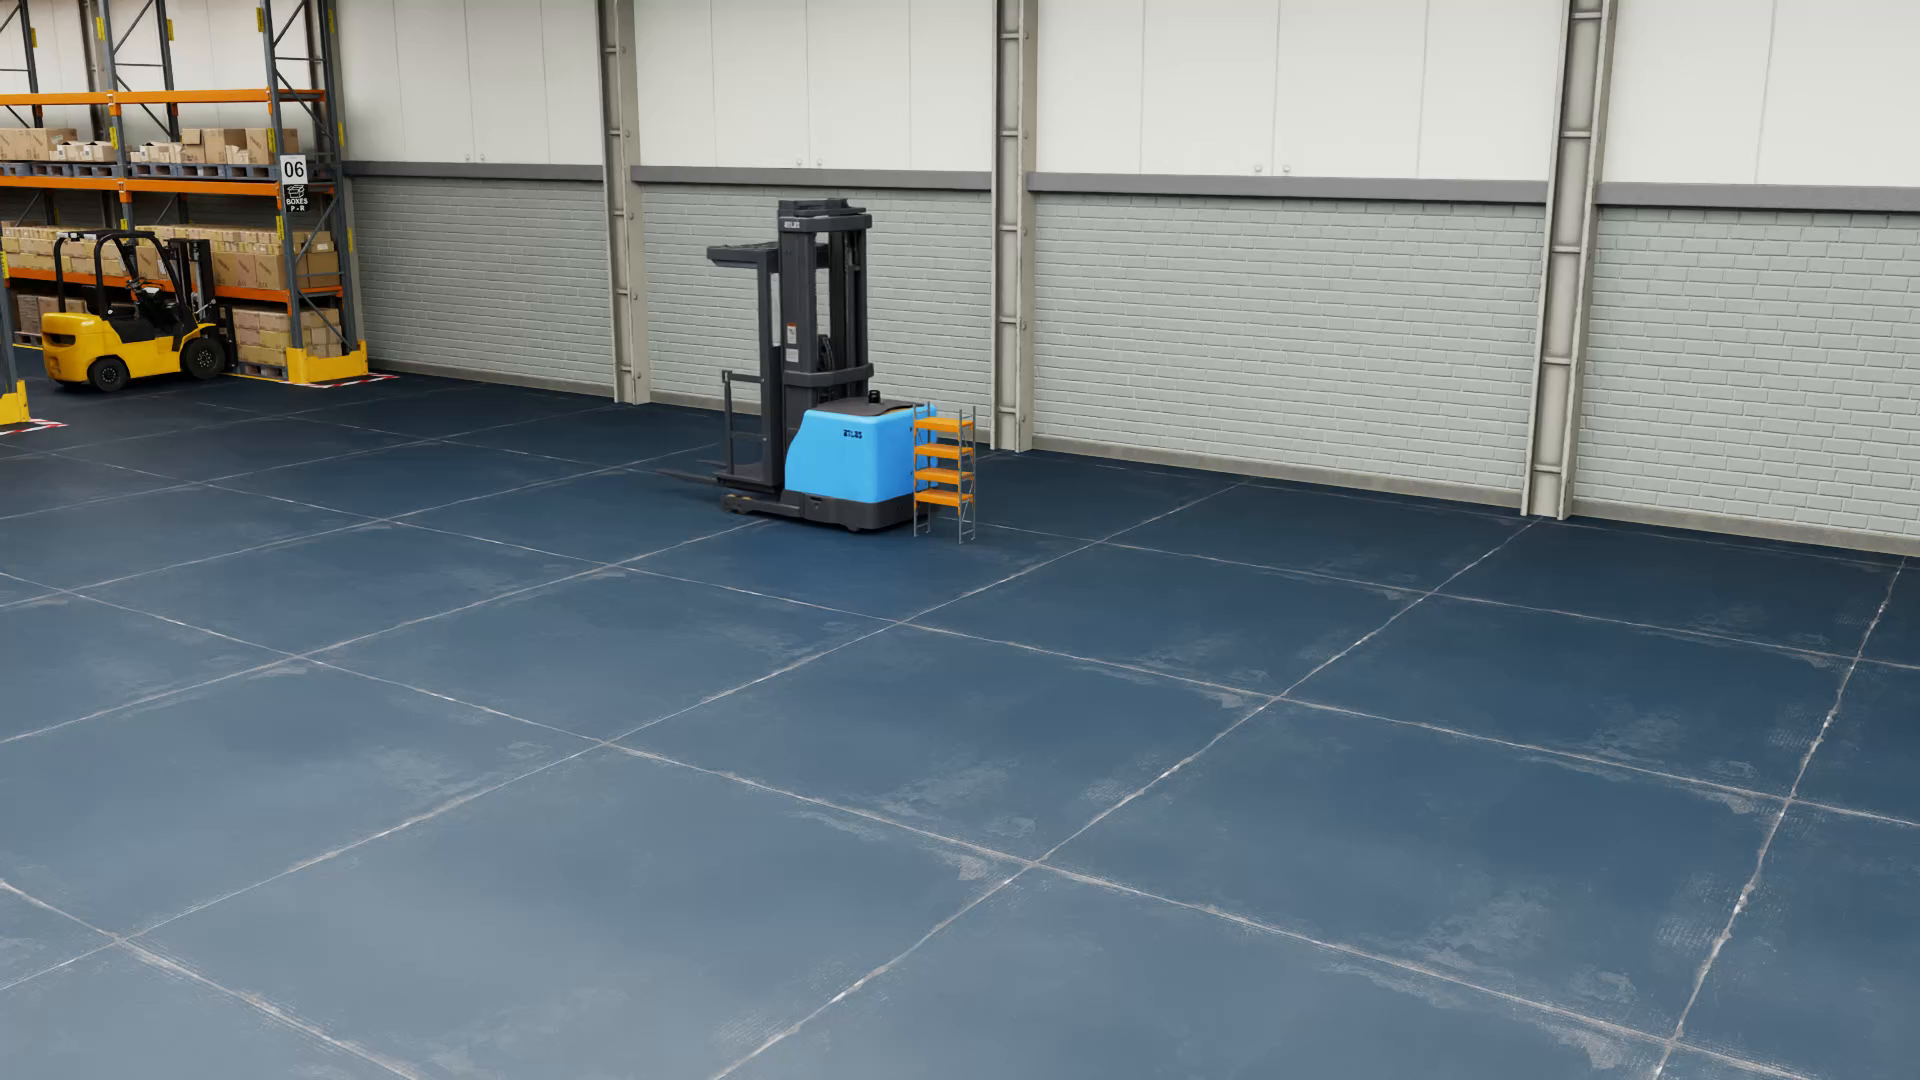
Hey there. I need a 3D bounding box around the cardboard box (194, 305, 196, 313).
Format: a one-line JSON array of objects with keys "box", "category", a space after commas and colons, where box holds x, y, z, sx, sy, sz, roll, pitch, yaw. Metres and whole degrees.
[{"box": [-11.544, -3.469, 25.363, 0.500, 0.250, 0.500, 10, 17, 35], "category": "cardboard box"}]

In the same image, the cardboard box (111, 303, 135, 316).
[{"box": [-13.048, -3.496, 26.772, 0.625, 0.625, 0.875, 10, 17, 35], "category": "cardboard box"}]

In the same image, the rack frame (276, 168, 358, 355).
[{"box": [-9.289, -3.841, 24.096, 0.127, 3.000, 1.000, 9, 17, 33], "category": "rack frame"}]

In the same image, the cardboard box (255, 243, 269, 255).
[{"box": [-9.962, -4.223, 24.083, 0.250, 0.149, 0.380, 9, 17, 34], "category": "cardboard box"}]

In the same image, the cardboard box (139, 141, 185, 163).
[{"box": [-12.054, -5.882, 25.204, 0.500, 0.311, 0.500, 10, 17, 34], "category": "cardboard box"}]

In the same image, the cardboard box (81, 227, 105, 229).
[{"box": [-14.415, -5.128, 27.737, 0.250, 0.149, 0.380, 9, 16, 32], "category": "cardboard box"}]

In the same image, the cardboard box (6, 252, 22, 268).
[{"box": [-15.696, -4.733, 28.011, 0.500, 0.250, 0.500, 9, 17, 33], "category": "cardboard box"}]

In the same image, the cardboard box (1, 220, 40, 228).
[{"box": [-16.267, -5.266, 28.772, 0.500, 0.500, 0.500, 10, 17, 35], "category": "cardboard box"}]

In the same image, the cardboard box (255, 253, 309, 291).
[{"box": [-9.844, -3.903, 24.139, 0.500, 0.500, 0.500, 9, 16, 32], "category": "cardboard box"}]

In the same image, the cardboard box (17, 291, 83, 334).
[{"box": [-15.418, -3.878, 28.316, 0.625, 0.625, 0.875, 10, 17, 35], "category": "cardboard box"}]

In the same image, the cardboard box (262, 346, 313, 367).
[{"box": [-9.856, -2.710, 24.376, 0.500, 0.250, 0.500, 9, 17, 33], "category": "cardboard box"}]

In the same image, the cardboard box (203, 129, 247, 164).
[{"box": [-10.587, -5.766, 24.340, 0.500, 0.500, 0.700, 9, 17, 33], "category": "cardboard box"}]

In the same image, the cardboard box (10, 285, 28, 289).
[{"box": [-16.643, -4.409, 29.371, 0.250, 0.149, 0.380, 9, 17, 34], "category": "cardboard box"}]

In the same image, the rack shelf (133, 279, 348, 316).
[{"box": [-10.949, -3.760, 25.266, 4.000, 0.370, 1.077, 9, 17, 33], "category": "rack shelf"}]

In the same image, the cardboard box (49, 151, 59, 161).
[{"box": [-14.330, -6.154, 26.639, 0.250, 0.149, 0.380, 9, 16, 32], "category": "cardboard box"}]

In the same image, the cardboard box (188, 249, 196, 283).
[{"box": [-11.524, -4.180, 25.258, 0.500, 0.500, 0.500, 9, 17, 32], "category": "cardboard box"}]

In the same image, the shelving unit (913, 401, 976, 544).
[{"box": [-0.137, -0.605, 14.769, 0.503, 1.200, 0.258, 9, 17, 33], "category": "shelving unit"}]

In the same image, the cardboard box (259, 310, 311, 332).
[{"box": [-9.846, -3.195, 24.254, 0.500, 0.250, 0.500, 10, 17, 35], "category": "cardboard box"}]

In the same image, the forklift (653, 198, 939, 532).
[{"box": [-1.680, -1.757, 15.822, 3.031, 2.935, 1.130, 10, 17, 35], "category": "forklift"}]

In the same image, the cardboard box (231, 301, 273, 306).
[{"box": [-10.830, -3.503, 25.499, 0.500, 0.250, 0.500, 9, 16, 32], "category": "cardboard box"}]

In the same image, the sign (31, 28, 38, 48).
[{"box": [-15.621, -8.467, 28.027, 0.005, 0.325, 0.100, 9, 17, 33], "category": "sign"}]

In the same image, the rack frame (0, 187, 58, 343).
[{"box": [-15.928, -4.914, 28.430, 0.127, 3.000, 1.000, 9, 17, 33], "category": "rack frame"}]

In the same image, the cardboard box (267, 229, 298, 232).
[{"box": [-10.071, -4.547, 24.771, 0.250, 0.149, 0.380, 9, 17, 33], "category": "cardboard box"}]

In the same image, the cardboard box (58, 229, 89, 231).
[{"box": [-14.481, -4.989, 27.176, 0.250, 0.149, 0.380, 9, 17, 33], "category": "cardboard box"}]

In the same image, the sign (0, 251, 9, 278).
[{"box": [-11.754, -3.379, 20.429, 0.005, 0.325, 0.100, 9, 17, 33], "category": "sign"}]

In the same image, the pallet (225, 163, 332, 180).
[{"box": [-9.862, -5.354, 24.150, 1.213, 0.211, 1.003, 9, 17, 33], "category": "pallet"}]

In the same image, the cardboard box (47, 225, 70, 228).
[{"box": [-15.265, -5.261, 28.275, 0.250, 0.149, 0.380, 10, 17, 34], "category": "cardboard box"}]

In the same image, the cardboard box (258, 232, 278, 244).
[{"box": [-9.926, -4.381, 24.103, 0.250, 0.149, 0.380, 9, 17, 33], "category": "cardboard box"}]

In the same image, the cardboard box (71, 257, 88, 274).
[{"box": [-13.988, -4.459, 26.905, 0.500, 0.250, 0.500, 9, 17, 33], "category": "cardboard box"}]

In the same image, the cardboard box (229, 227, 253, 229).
[{"box": [-10.938, -4.684, 25.326, 0.250, 0.149, 0.380, 10, 17, 34], "category": "cardboard box"}]

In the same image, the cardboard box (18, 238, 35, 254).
[{"box": [-15.281, -4.908, 27.679, 0.500, 0.250, 0.500, 10, 17, 35], "category": "cardboard box"}]

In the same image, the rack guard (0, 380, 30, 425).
[{"box": [-12.120, -1.647, 20.438, 0.348, 0.500, 1.175, 9, 17, 33], "category": "rack guard"}]

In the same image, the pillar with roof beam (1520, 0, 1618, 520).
[{"box": [3.169, -3.754, 11.259, 0.400, 9.000, 9.100, 9, 17, 33], "category": "pillar with roof beam"}]

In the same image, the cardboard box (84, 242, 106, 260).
[{"box": [-13.590, -4.629, 26.554, 0.500, 0.250, 0.500, 9, 16, 31], "category": "cardboard box"}]

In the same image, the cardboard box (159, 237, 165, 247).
[{"box": [-12.043, -4.582, 25.531, 0.250, 0.149, 0.380, 9, 17, 33], "category": "cardboard box"}]

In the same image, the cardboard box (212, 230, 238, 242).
[{"box": [-10.819, -4.506, 24.605, 0.250, 0.149, 0.380, 10, 17, 34], "category": "cardboard box"}]

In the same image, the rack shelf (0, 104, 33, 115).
[{"box": [-17.587, -7.551, 28.927, 4.000, 0.370, 1.077, 9, 17, 33], "category": "rack shelf"}]

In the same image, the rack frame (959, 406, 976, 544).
[{"box": [0.065, -0.572, 14.636, 0.015, 1.200, 0.240, 9, 17, 33], "category": "rack frame"}]

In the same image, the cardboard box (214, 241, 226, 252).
[{"box": [-10.812, -4.362, 24.644, 0.250, 0.149, 0.380, 9, 17, 33], "category": "cardboard box"}]

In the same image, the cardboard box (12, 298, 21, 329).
[{"box": [-16.398, -3.918, 28.736, 0.500, 0.500, 0.500, 10, 17, 34], "category": "cardboard box"}]

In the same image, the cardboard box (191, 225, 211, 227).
[{"box": [-11.763, -4.828, 25.906, 0.250, 0.149, 0.380, 9, 17, 32], "category": "cardboard box"}]

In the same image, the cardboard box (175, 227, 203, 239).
[{"box": [-11.639, -4.649, 25.185, 0.250, 0.149, 0.380, 9, 16, 32], "category": "cardboard box"}]

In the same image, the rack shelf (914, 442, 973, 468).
[{"box": [-0.137, -0.756, 14.731, 0.480, 0.148, 0.258, 9, 17, 33], "category": "rack shelf"}]

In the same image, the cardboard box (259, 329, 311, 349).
[{"box": [-9.868, -2.956, 24.328, 0.500, 0.250, 0.500, 9, 16, 32], "category": "cardboard box"}]

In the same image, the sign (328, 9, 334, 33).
[{"box": [-8.974, -7.393, 23.688, 0.005, 0.325, 0.100, 9, 17, 33], "category": "sign"}]

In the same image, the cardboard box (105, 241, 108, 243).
[{"box": [-13.414, -4.816, 26.480, 0.250, 0.149, 0.380, 9, 17, 33], "category": "cardboard box"}]

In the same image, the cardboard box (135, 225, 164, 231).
[{"box": [-12.510, -4.783, 25.726, 0.250, 0.149, 0.380, 10, 17, 34], "category": "cardboard box"}]

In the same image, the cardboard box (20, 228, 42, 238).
[{"box": [-15.378, -5.111, 27.668, 0.250, 0.149, 0.380, 10, 17, 34], "category": "cardboard box"}]

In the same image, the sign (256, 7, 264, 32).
[{"box": [-9.604, -7.138, 22.824, 0.005, 0.325, 0.100, 9, 17, 33], "category": "sign"}]
